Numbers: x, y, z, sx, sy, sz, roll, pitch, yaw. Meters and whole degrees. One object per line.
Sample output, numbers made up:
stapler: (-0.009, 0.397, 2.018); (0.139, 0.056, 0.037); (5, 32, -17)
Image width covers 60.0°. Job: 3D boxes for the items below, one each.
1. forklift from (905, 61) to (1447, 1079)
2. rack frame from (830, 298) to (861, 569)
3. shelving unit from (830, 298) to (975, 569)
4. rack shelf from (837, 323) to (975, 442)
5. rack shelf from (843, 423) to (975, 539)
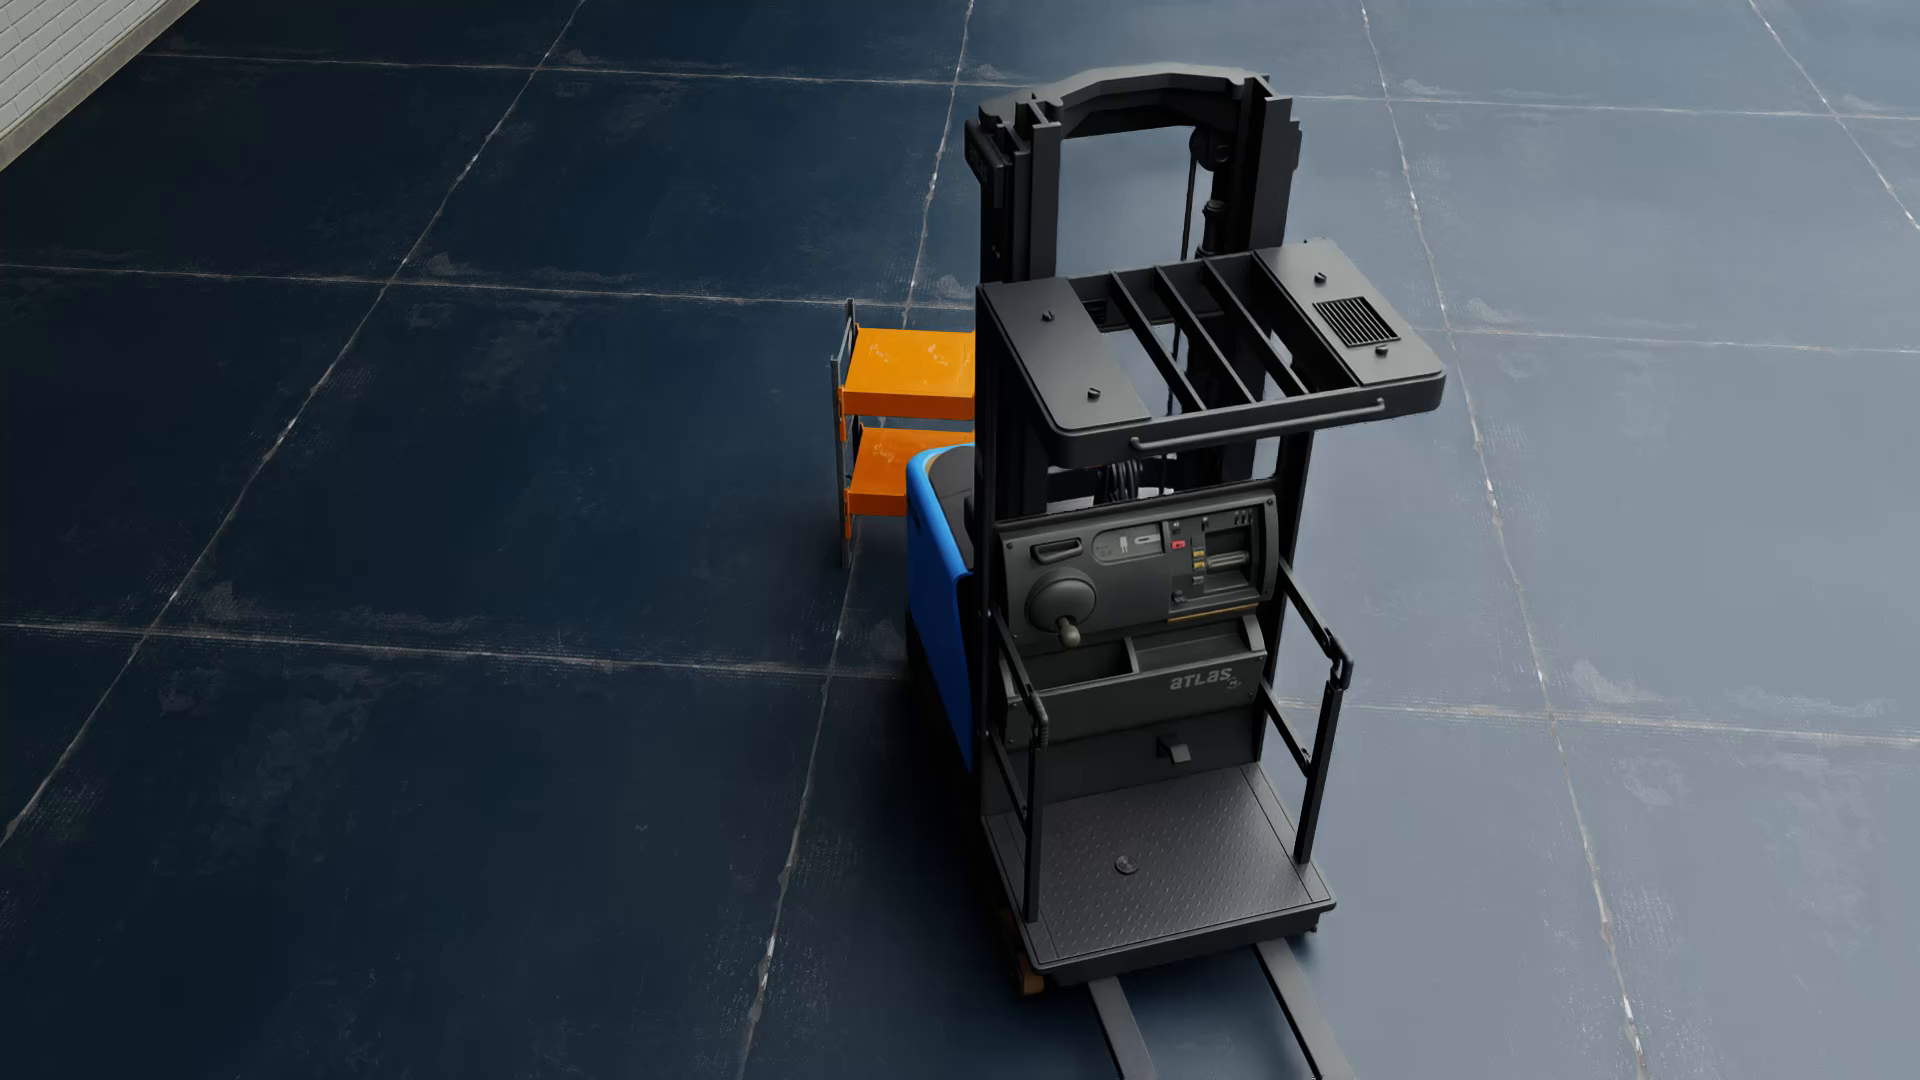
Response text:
forklift: (0.646, 0.173, 5.216); (1.130, 2.935, 3.031); (-10, 40, -12)
rack frame: (-0.500, -0.464, 7.428); (0.032, 1.125, 0.500); (3, 39, 4)
shelving unit: (0.007, -0.436, 7.394); (1.048, 1.125, 0.538); (3, 39, 4)
rack shelf: (0.007, -0.663, 7.210); (1.000, 0.278, 0.538); (3, 39, 4)
rack shelf: (0.007, -0.246, 7.549); (1.000, 0.278, 0.538); (3, 39, 4)
